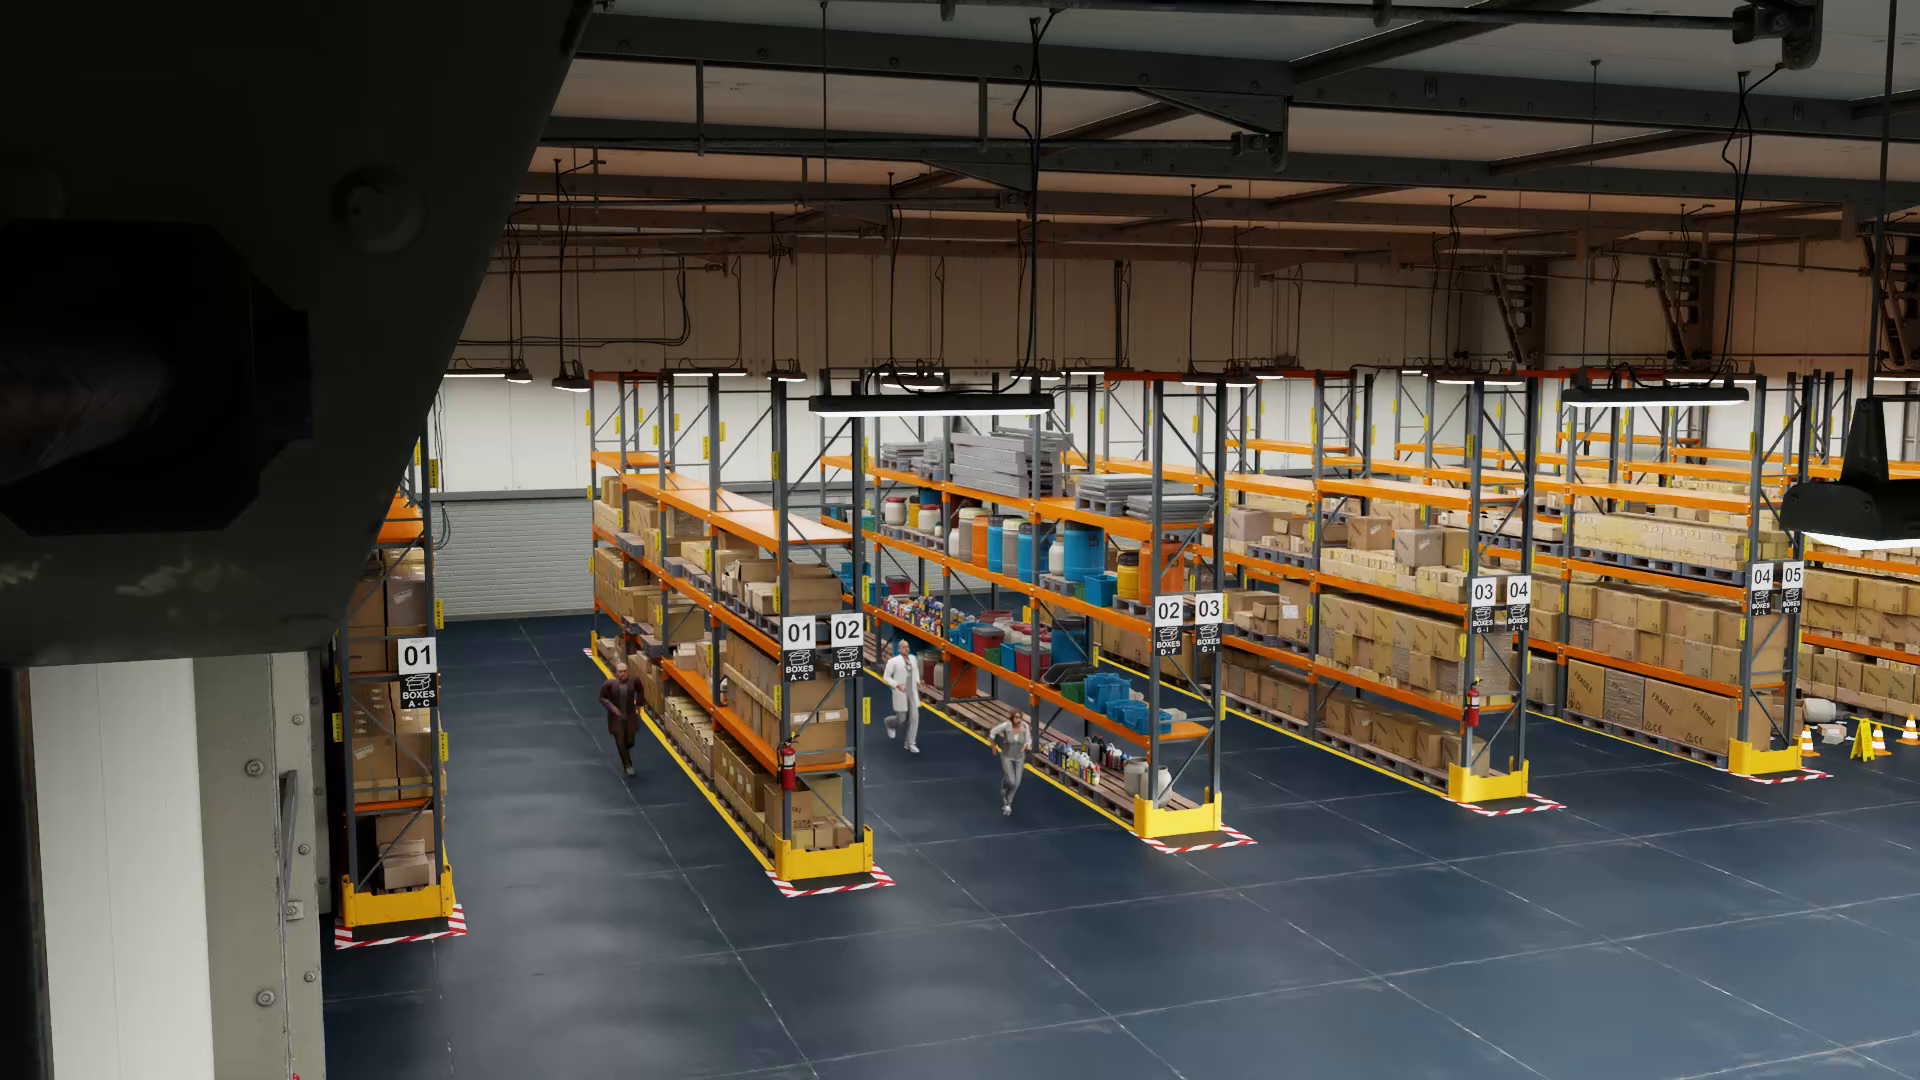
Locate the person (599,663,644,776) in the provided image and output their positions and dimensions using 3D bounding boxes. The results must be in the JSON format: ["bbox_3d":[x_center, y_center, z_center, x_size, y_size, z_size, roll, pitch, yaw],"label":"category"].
[{"bbox_3d":[-5.114,2.682,25.167,0.697,1.724,0.800,-2,7,-17],"label":"person"}]

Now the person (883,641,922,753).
[{"bbox_3d":[-0.903,2.486,26.720,0.711,1.764,0.918,-4,7,-31],"label":"person"}]

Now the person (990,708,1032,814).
[{"bbox_3d":[0.720,3.041,22.845,0.526,1.528,0.653,-2,7,-17],"label":"person"}]
